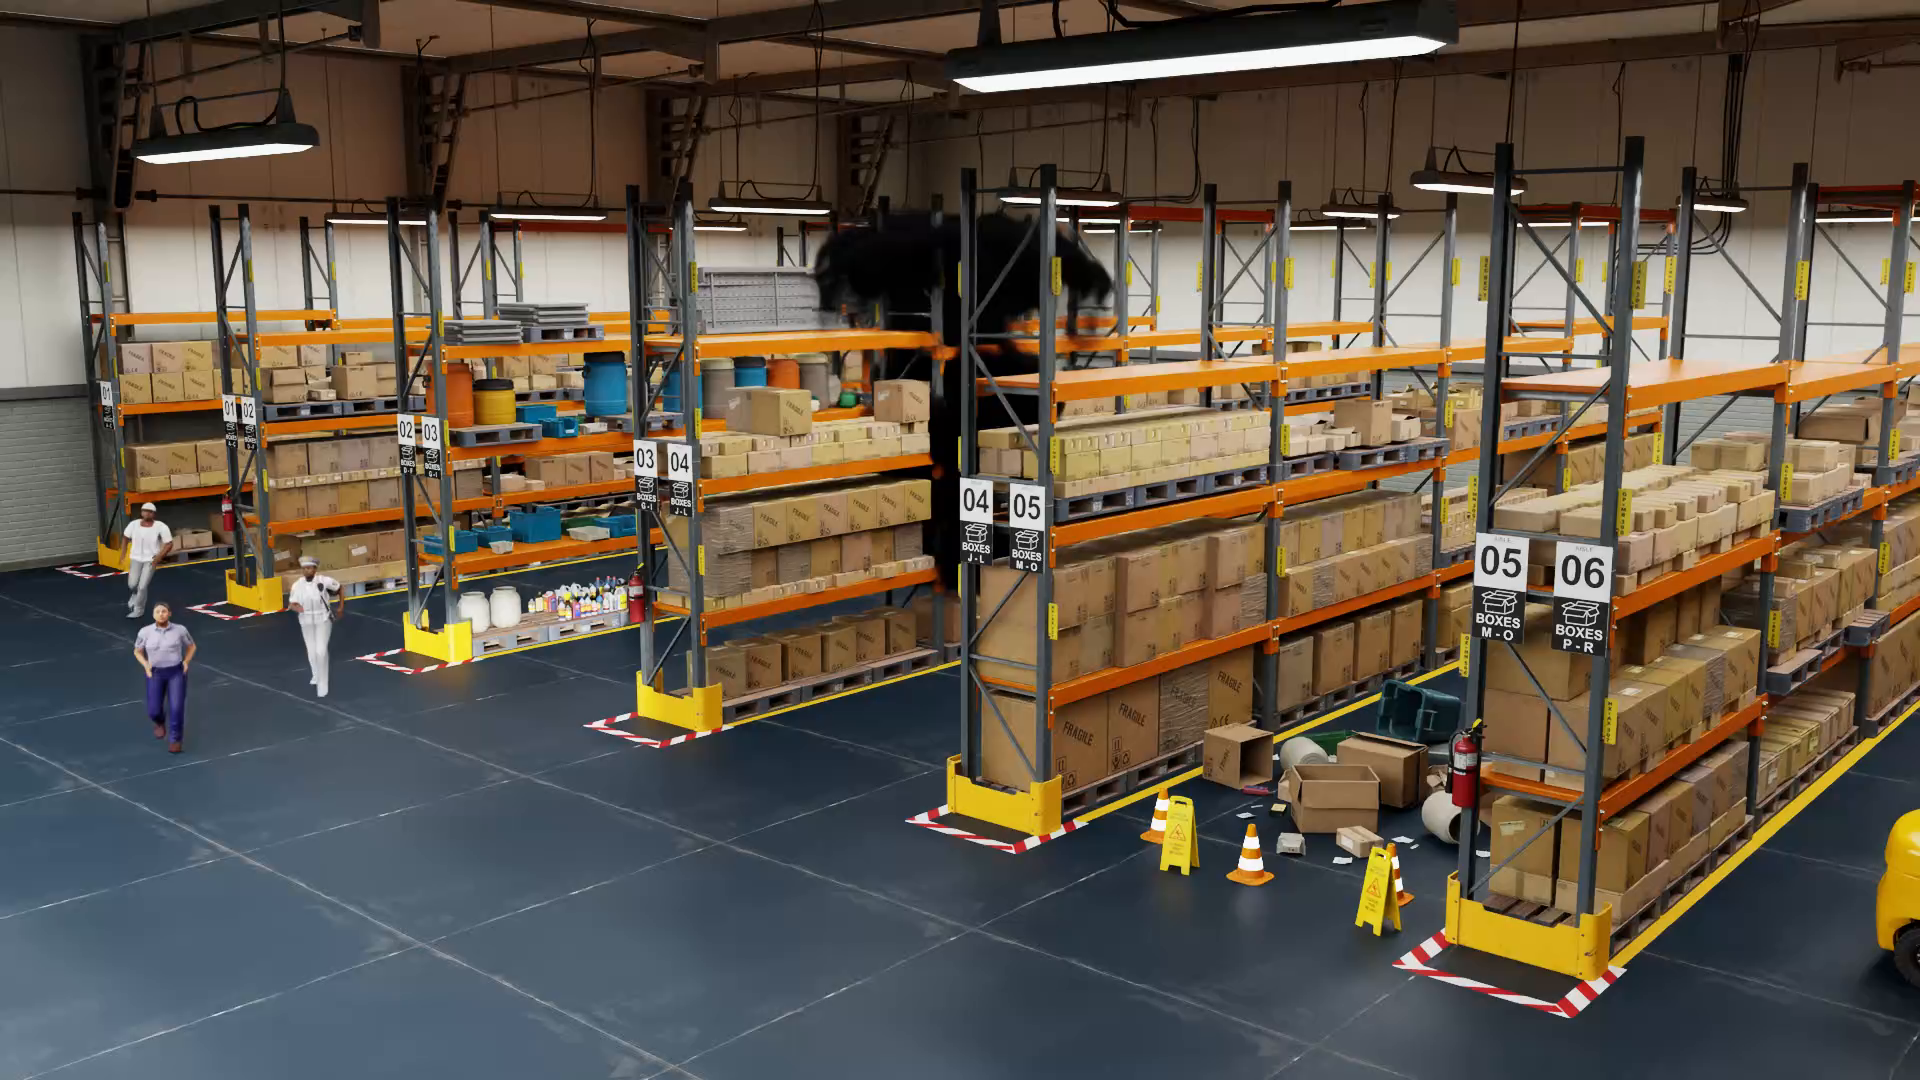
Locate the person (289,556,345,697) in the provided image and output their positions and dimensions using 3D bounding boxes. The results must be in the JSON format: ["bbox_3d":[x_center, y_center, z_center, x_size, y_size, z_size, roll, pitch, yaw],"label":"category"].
[{"bbox_3d":[-7.755,1.017,20.082,0.584,1.714,0.866,-1,10,-7],"label":"person"}]

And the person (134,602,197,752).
[{"bbox_3d":[-8.478,1.446,17.786,0.605,1.593,0.578,-4,10,-24],"label":"person"}]

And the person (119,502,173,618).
[{"bbox_3d":[-11.953,0.294,24.402,0.747,1.693,0.530,-2,10,-11],"label":"person"}]
